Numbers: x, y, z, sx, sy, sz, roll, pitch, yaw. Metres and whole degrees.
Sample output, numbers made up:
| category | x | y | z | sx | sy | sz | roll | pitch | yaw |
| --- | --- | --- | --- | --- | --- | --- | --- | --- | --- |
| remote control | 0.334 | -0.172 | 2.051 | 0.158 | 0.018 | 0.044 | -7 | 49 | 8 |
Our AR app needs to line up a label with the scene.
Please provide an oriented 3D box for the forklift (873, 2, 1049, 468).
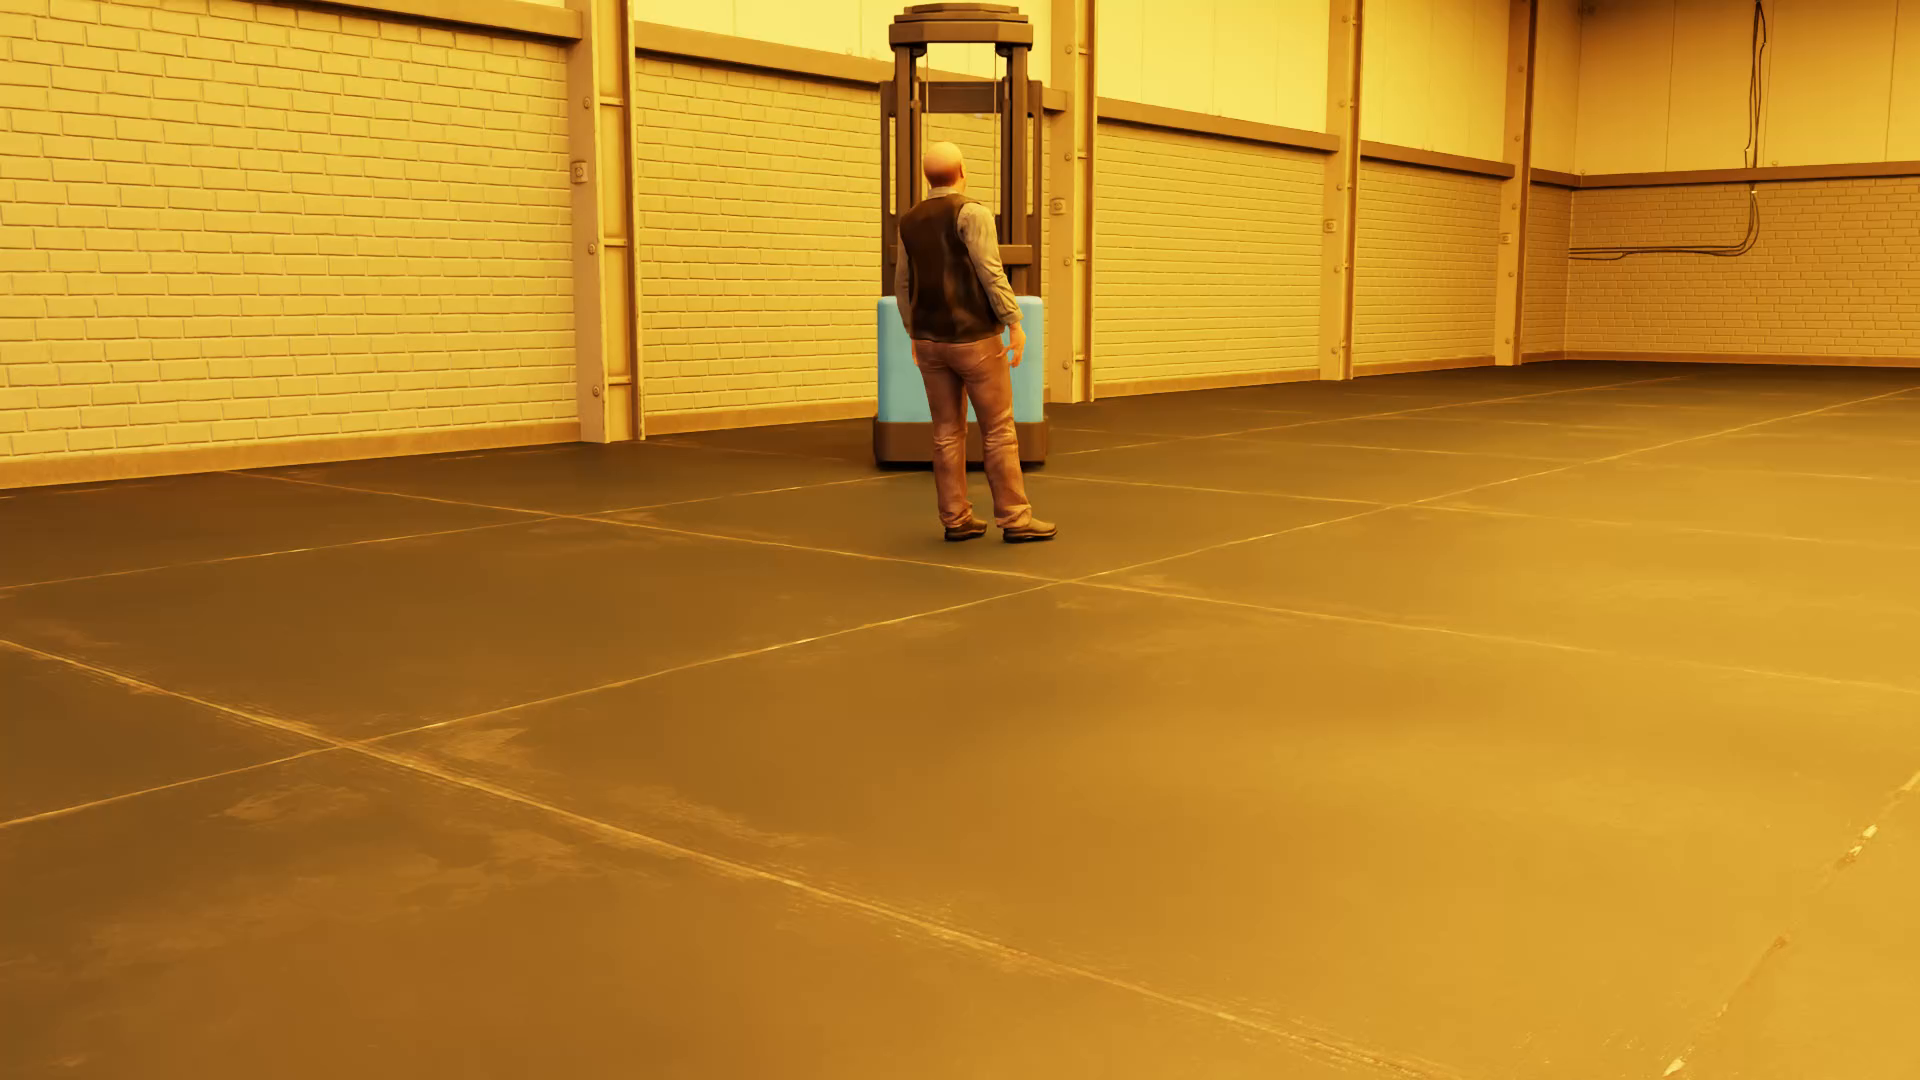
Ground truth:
| category | x | y | z | sx | sy | sz | roll | pitch | yaw |
| --- | --- | --- | --- | --- | --- | --- | --- | --- | --- |
| forklift | 0.011 | -2.079 | 11.490 | 1.130 | 2.935 | 3.031 | 0 | 8 | 0 |

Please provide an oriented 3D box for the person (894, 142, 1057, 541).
| category | x | y | z | sx | sy | sz | roll | pitch | yaw |
| --- | --- | --- | --- | --- | --- | --- | --- | --- | --- |
| person | 0.045 | -0.865 | 7.323 | 0.633 | 1.722 | 0.566 | 7 | 11 | 38 |
